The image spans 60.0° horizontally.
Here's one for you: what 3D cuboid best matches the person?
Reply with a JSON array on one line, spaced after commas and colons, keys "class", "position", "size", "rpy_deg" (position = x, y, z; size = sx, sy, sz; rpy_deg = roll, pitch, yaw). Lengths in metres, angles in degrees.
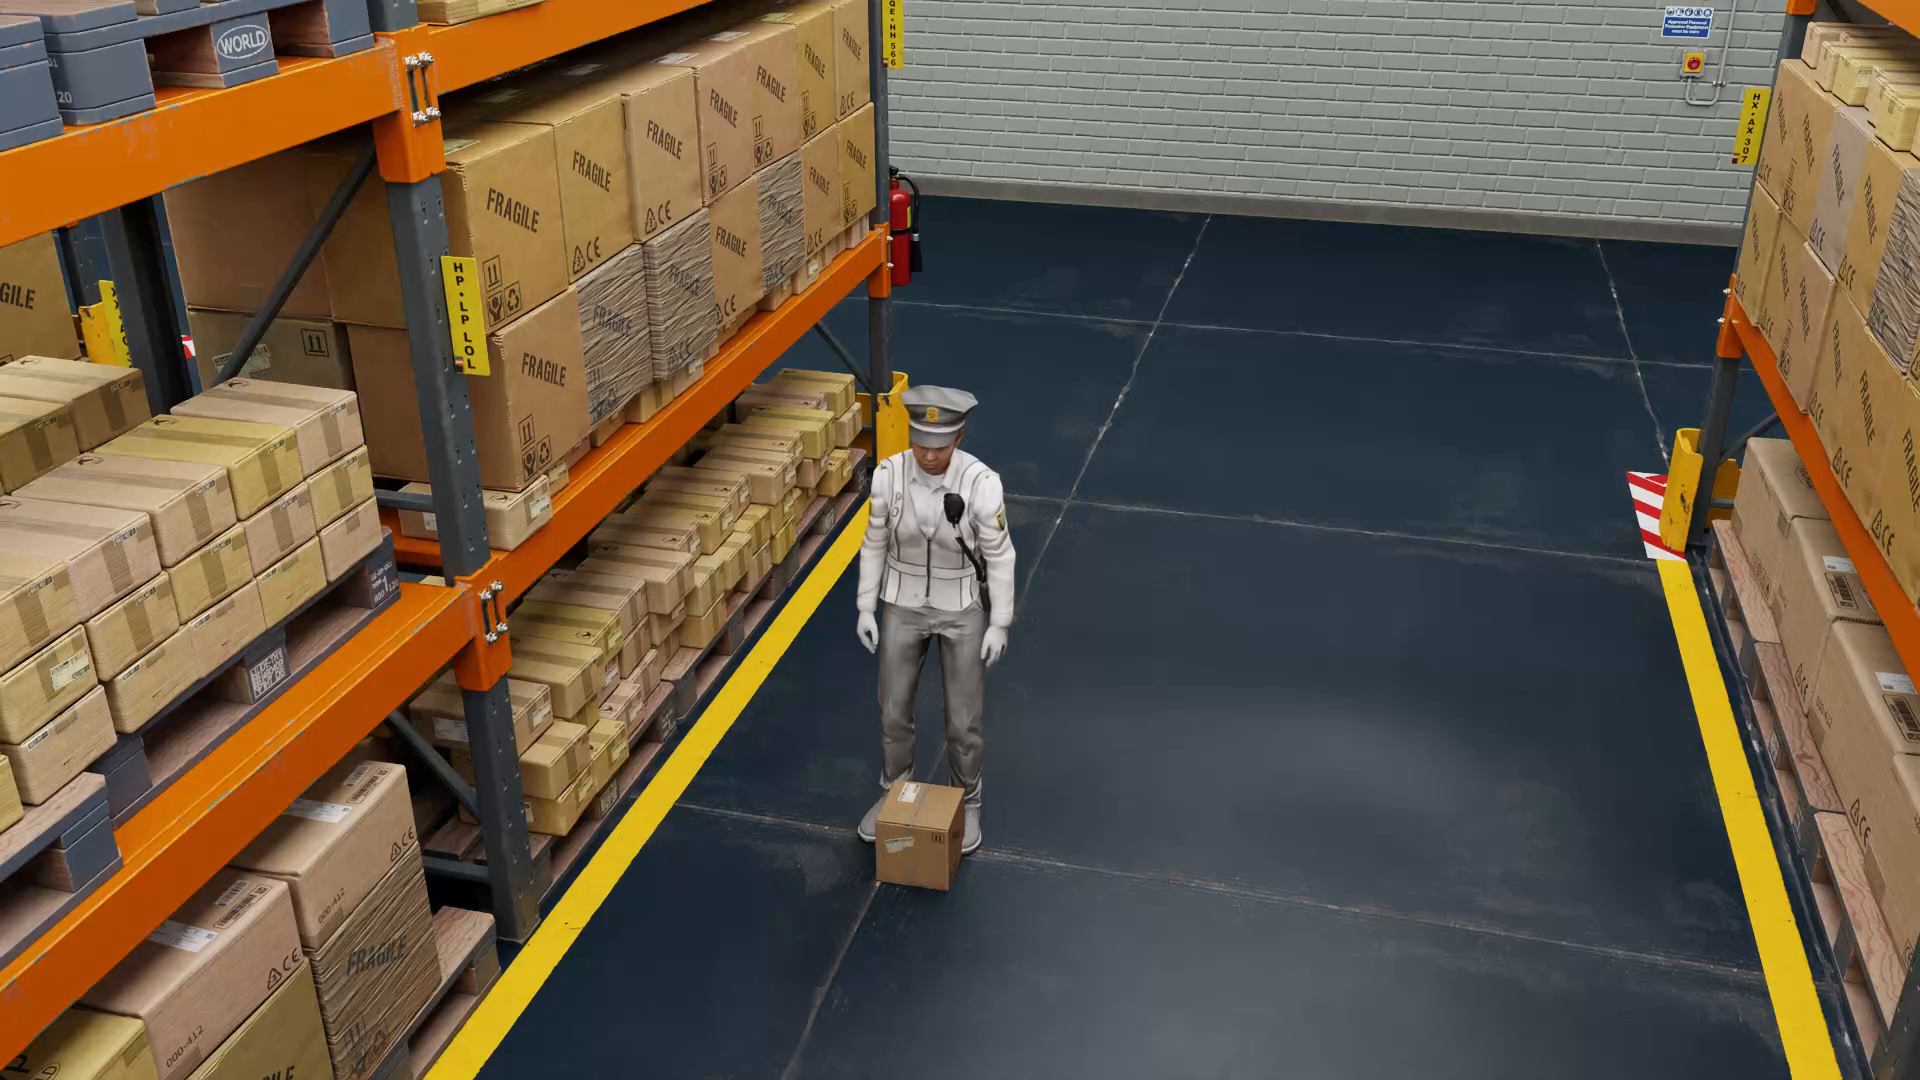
[{"class": "person", "position": [-0.085, 0.261, 5.559], "size": [0.532, 1.663, 0.373], "rpy_deg": [5, 26, 11]}]
